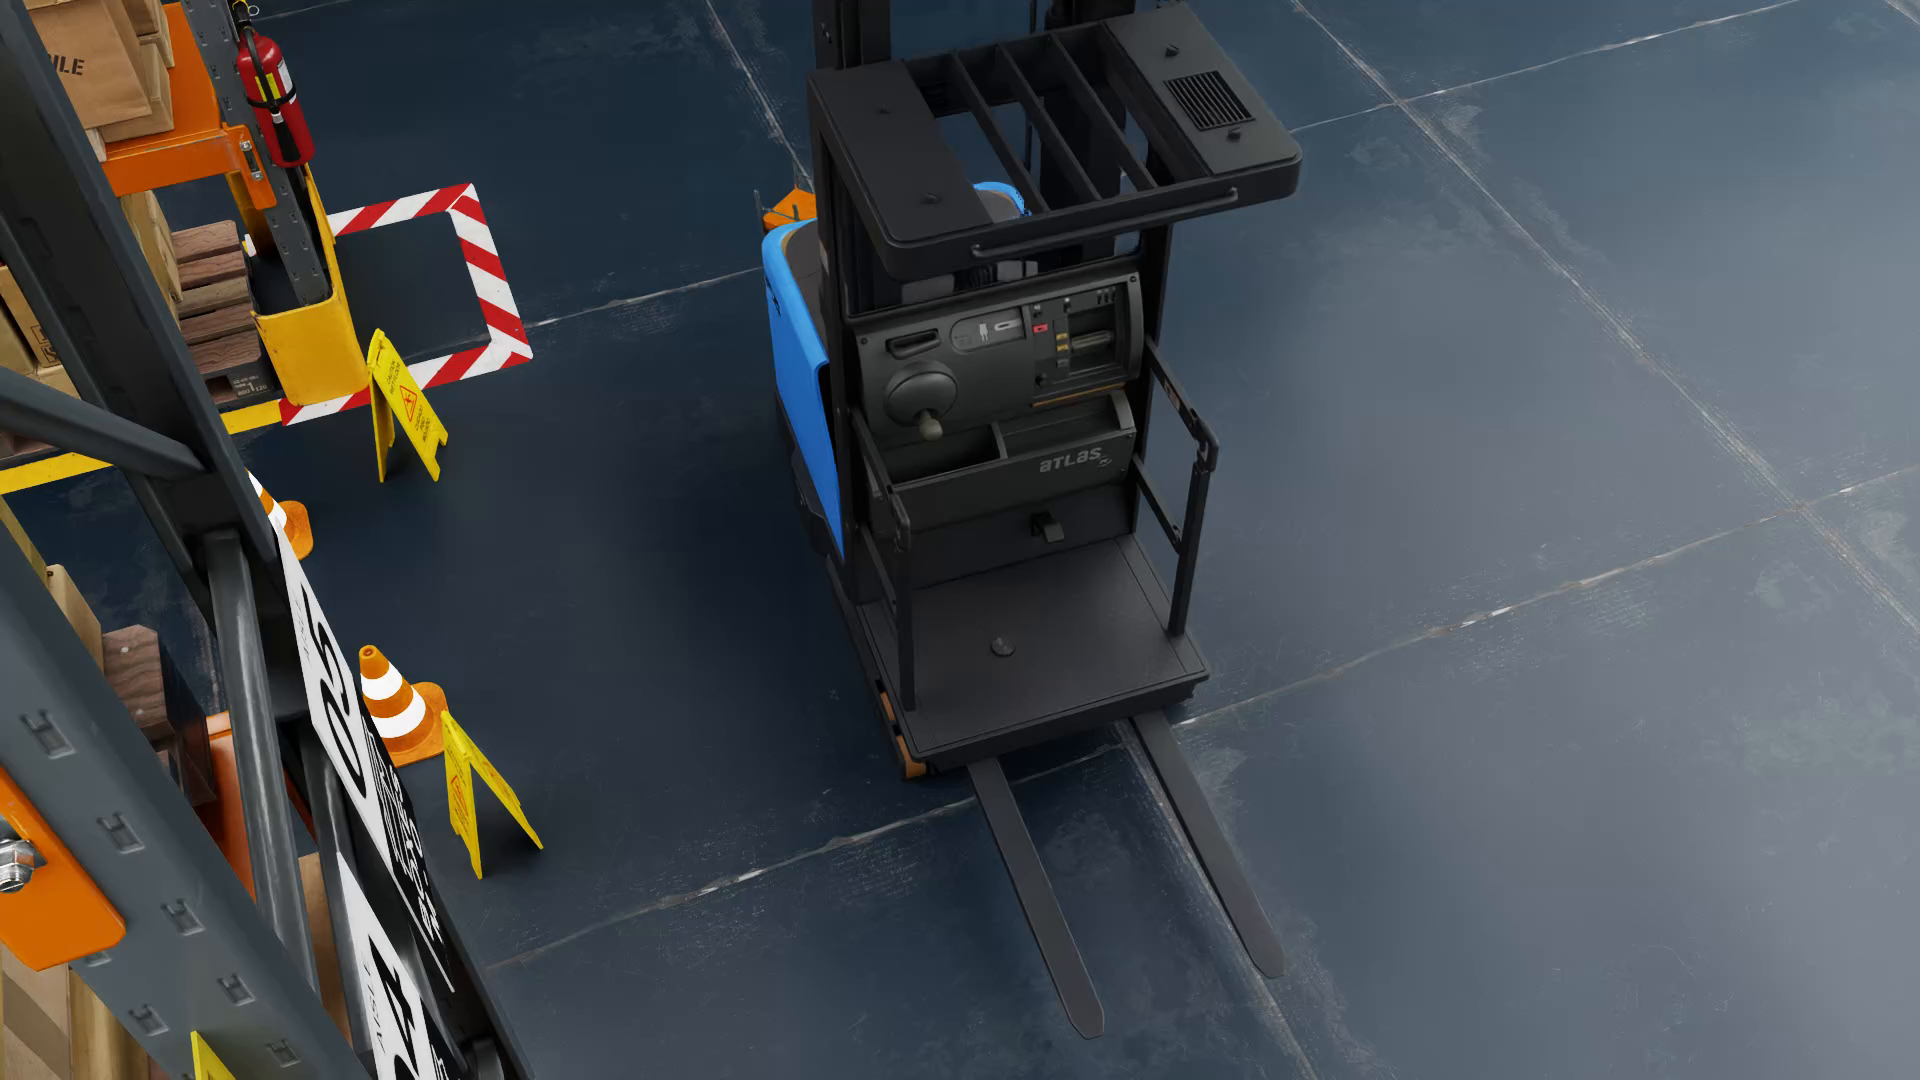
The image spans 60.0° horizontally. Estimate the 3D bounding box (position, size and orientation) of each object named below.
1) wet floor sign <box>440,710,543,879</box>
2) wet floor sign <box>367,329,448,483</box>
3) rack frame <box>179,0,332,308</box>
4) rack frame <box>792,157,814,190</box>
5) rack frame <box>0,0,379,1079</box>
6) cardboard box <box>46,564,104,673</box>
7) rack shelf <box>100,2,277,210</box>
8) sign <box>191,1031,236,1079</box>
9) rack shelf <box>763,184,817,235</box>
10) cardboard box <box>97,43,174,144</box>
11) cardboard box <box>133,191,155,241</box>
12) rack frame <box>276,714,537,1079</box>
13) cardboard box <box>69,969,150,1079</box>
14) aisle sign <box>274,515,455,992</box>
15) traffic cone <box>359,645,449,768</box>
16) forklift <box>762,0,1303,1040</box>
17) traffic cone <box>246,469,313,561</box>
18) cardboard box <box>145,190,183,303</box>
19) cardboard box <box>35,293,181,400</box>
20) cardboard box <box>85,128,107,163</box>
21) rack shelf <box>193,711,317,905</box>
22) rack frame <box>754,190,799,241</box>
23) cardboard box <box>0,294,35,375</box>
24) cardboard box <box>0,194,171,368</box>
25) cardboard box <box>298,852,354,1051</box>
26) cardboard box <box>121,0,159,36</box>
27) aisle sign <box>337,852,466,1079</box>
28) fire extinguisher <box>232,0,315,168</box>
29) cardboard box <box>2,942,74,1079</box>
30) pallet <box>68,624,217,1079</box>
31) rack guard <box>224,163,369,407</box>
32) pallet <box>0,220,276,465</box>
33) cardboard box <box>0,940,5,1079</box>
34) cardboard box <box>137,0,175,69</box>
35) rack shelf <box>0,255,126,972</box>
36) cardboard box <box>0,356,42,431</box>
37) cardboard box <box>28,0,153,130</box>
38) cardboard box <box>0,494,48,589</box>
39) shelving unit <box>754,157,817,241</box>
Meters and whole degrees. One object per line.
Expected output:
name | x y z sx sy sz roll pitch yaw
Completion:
wet floor sign | -1.593 0.805 5.474 0.232 0.644 0.267 -26 54 -20
wet floor sign | -2.256 -0.547 6.635 0.232 0.644 0.267 -2 49 -1
rack frame | -2.836 -2.011 6.340 0.127 3.000 1.000 -17 52 -14
rack frame | -0.545 -1.103 6.838 0.200 1.050 0.008 23 53 23
rack frame | -0.871 -0.518 1.104 0.127 3.000 1.000 -17 52 -14
cardboard box | -1.310 0.245 2.249 0.250 0.149 0.380 -17 51 -14
rack shelf | -4.688 -1.203 6.121 4.000 0.370 1.077 -17 52 -14
sign | -0.679 0.582 1.605 0.005 0.325 0.100 -17 52 -14
rack shelf | -0.624 -1.209 6.569 0.215 0.259 0.240 23 53 23
cardboard box | -3.102 -1.672 6.215 0.250 0.149 0.380 -16 51 -13
cardboard box | -3.710 -1.452 6.902 0.500 0.500 0.500 -19 52 -15
rack frame | -0.871 1.437 3.380 0.127 3.000 1.000 -17 52 -14
cardboard box | -1.051 0.705 1.854 0.250 0.149 0.380 -17 52 -14
aisle sign | -0.919 0.359 2.592 0.004 0.787 0.394 -17 52 -14
traffic cone | -2.012 0.527 5.833 0.334 0.463 0.336 -17 52 -14
forklift | 0.205 -0.473 5.065 1.130 2.935 3.031 -15 51 -12
traffic cone | -2.747 -0.155 6.419 0.334 0.463 0.336 -17 52 -14
cardboard box | -3.688 -1.215 7.192 0.500 0.250 0.500 -18 52 -15
cardboard box | -3.505 -0.824 6.857 0.500 0.250 0.500 -17 52 -14
cardboard box | -3.294 -1.521 6.085 0.250 0.149 0.380 -18 52 -15
rack shelf | -2.723 1.267 2.022 4.000 0.370 1.077 -17 52 -14
rack frame | -0.675 -0.946 6.703 0.200 1.050 0.008 23 53 23
cardboard box | -3.961 -0.931 6.455 0.500 0.500 0.500 -15 51 -13
cardboard box | -3.480 -1.083 6.585 0.500 0.500 0.500 -17 51 -14
cardboard box | -1.229 1.115 2.845 0.550 0.550 0.875 -17 52 -14
cardboard box | -3.380 -2.199 6.240 0.500 0.500 0.500 -18 52 -15
aisle sign | -0.692 0.780 2.230 0.004 0.787 0.394 -17 52 -14
fire extinguisher | -2.556 -1.695 6.120 0.183 0.674 0.296 -17 52 -14
cardboard box | -1.219 0.579 1.700 0.500 0.250 0.500 -17 51 -14
pallet | -1.554 0.708 2.086 1.213 0.211 1.003 -17 52 -14
rack guard | -2.907 -1.175 7.270 0.348 0.500 1.175 -17 52 -14
pallet | -3.672 -0.872 7.201 1.213 0.211 1.003 -17 52 -14
cardboard box | -1.055 0.447 1.550 0.250 0.149 0.380 -17 51 -14
cardboard box | -3.229 -1.977 6.477 0.250 0.149 0.380 -17 51 -14
rack shelf | -2.723 0.420 1.036 4.000 0.370 1.077 -17 52 -14
cardboard box | -3.966 -0.688 6.740 0.500 0.250 0.500 -17 51 -14
cardboard box | -3.235 -1.791 5.890 0.500 0.500 0.500 -18 52 -15
cardboard box | -1.415 0.200 2.025 0.500 0.250 0.500 -17 52 -14
shelving unit | -0.610 -1.024 6.770 0.215 1.050 0.252 23 53 23
